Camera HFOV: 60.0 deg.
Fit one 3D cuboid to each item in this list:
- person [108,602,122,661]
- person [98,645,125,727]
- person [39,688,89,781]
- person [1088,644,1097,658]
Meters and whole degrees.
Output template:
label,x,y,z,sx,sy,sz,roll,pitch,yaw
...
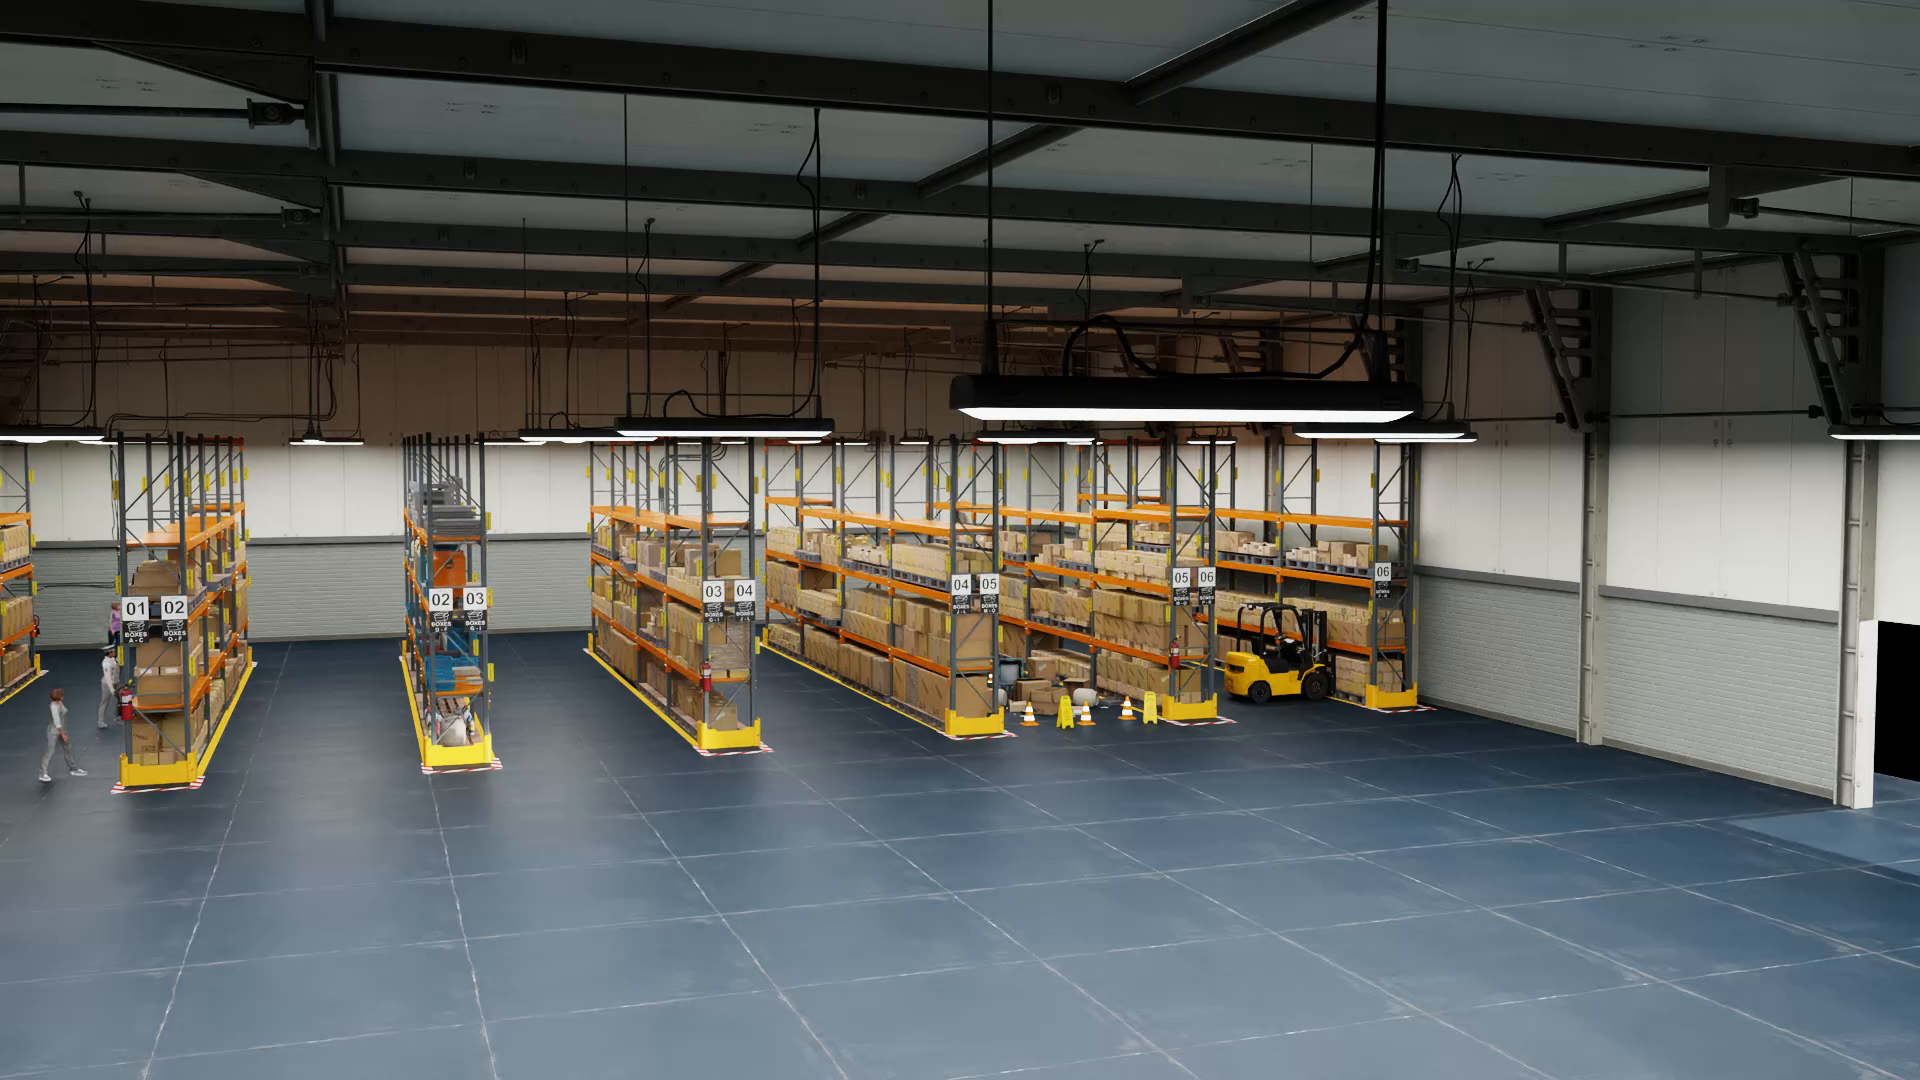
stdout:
label,x,y,z,sx,sy,sz,roll,pitch,yaw
person,-22.645,2.460,44.554,0.433,1.601,0.459,1,3,23
person,-17.459,3.003,34.195,0.419,1.717,0.609,0,3,2
person,-15.521,3.329,28.710,0.655,1.575,0.571,0,3,-5
person,3.495,2.435,44.164,0.691,1.791,0.688,-1,3,-21
